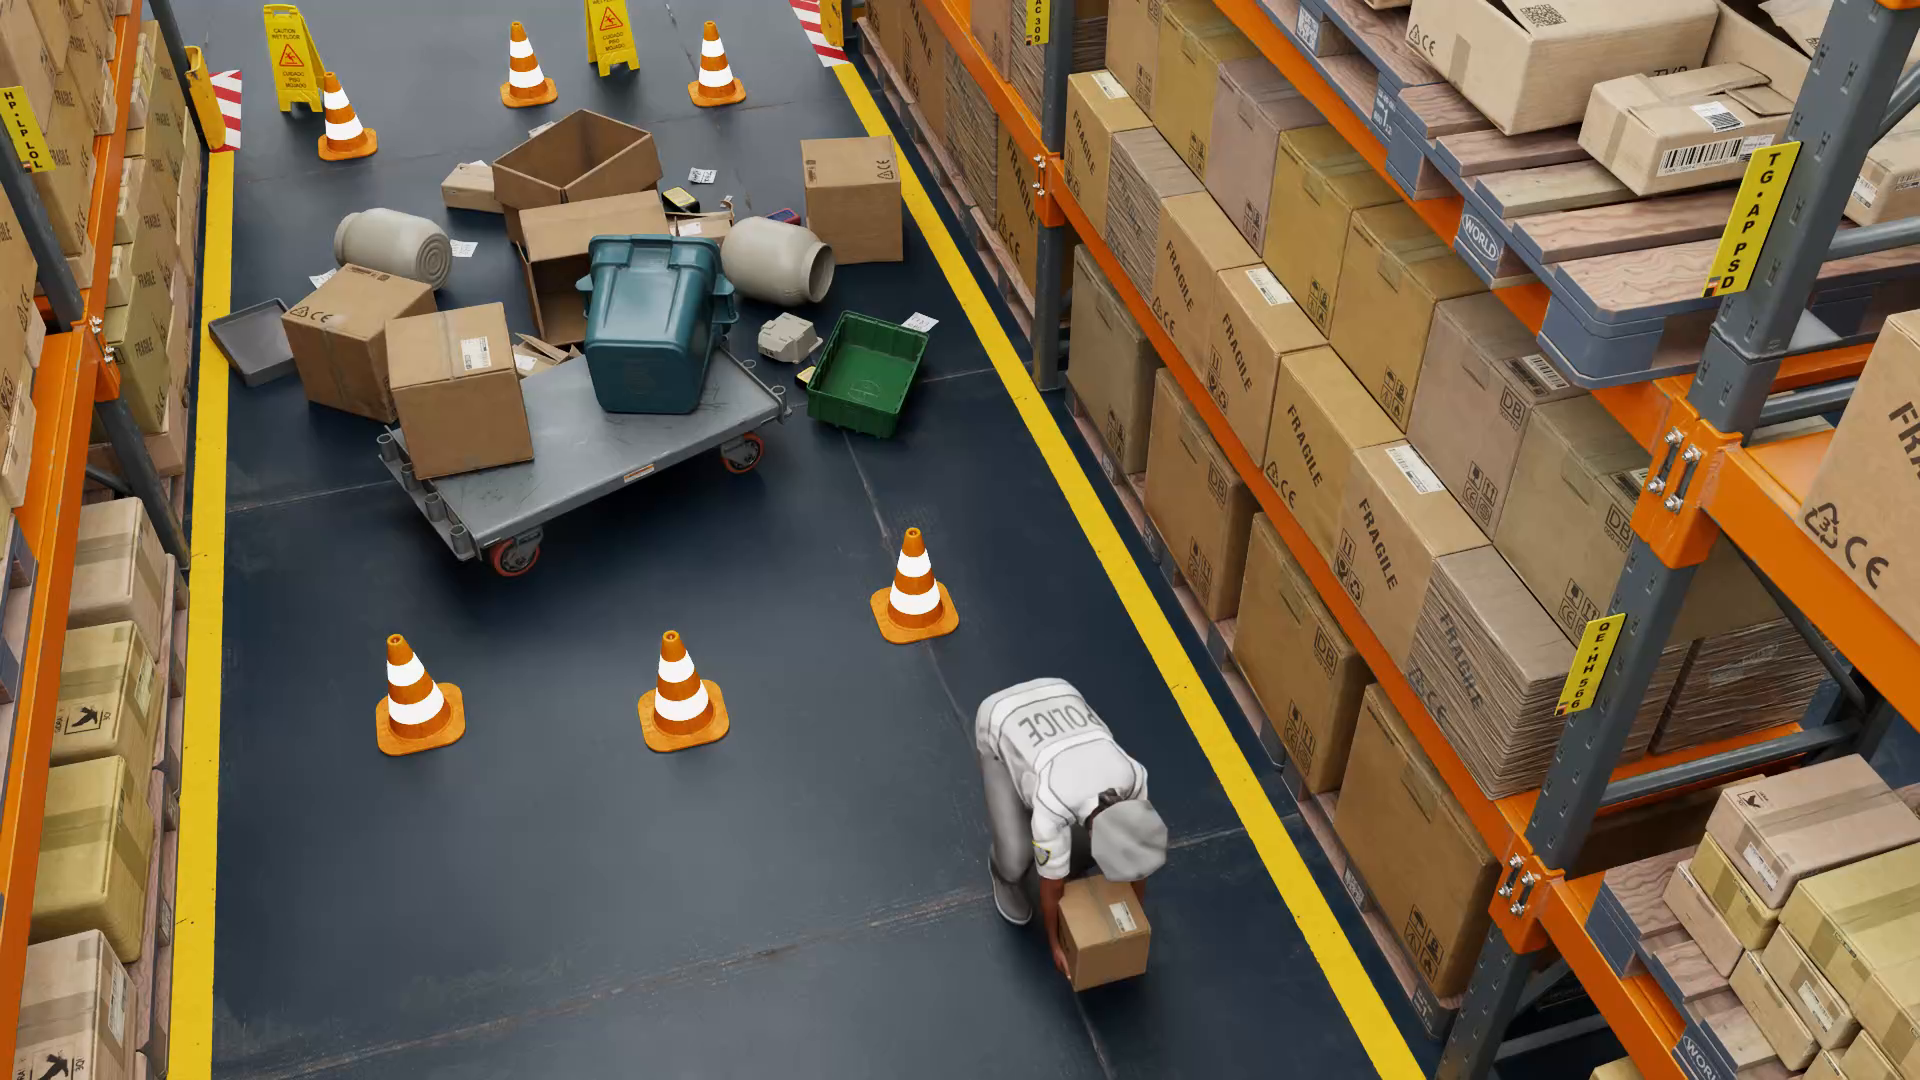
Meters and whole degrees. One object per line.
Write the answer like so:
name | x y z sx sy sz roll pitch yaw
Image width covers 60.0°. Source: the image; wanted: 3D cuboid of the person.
person | 0.355 0.988 5.553 0.452 1.030 0.932 -14 44 -15
